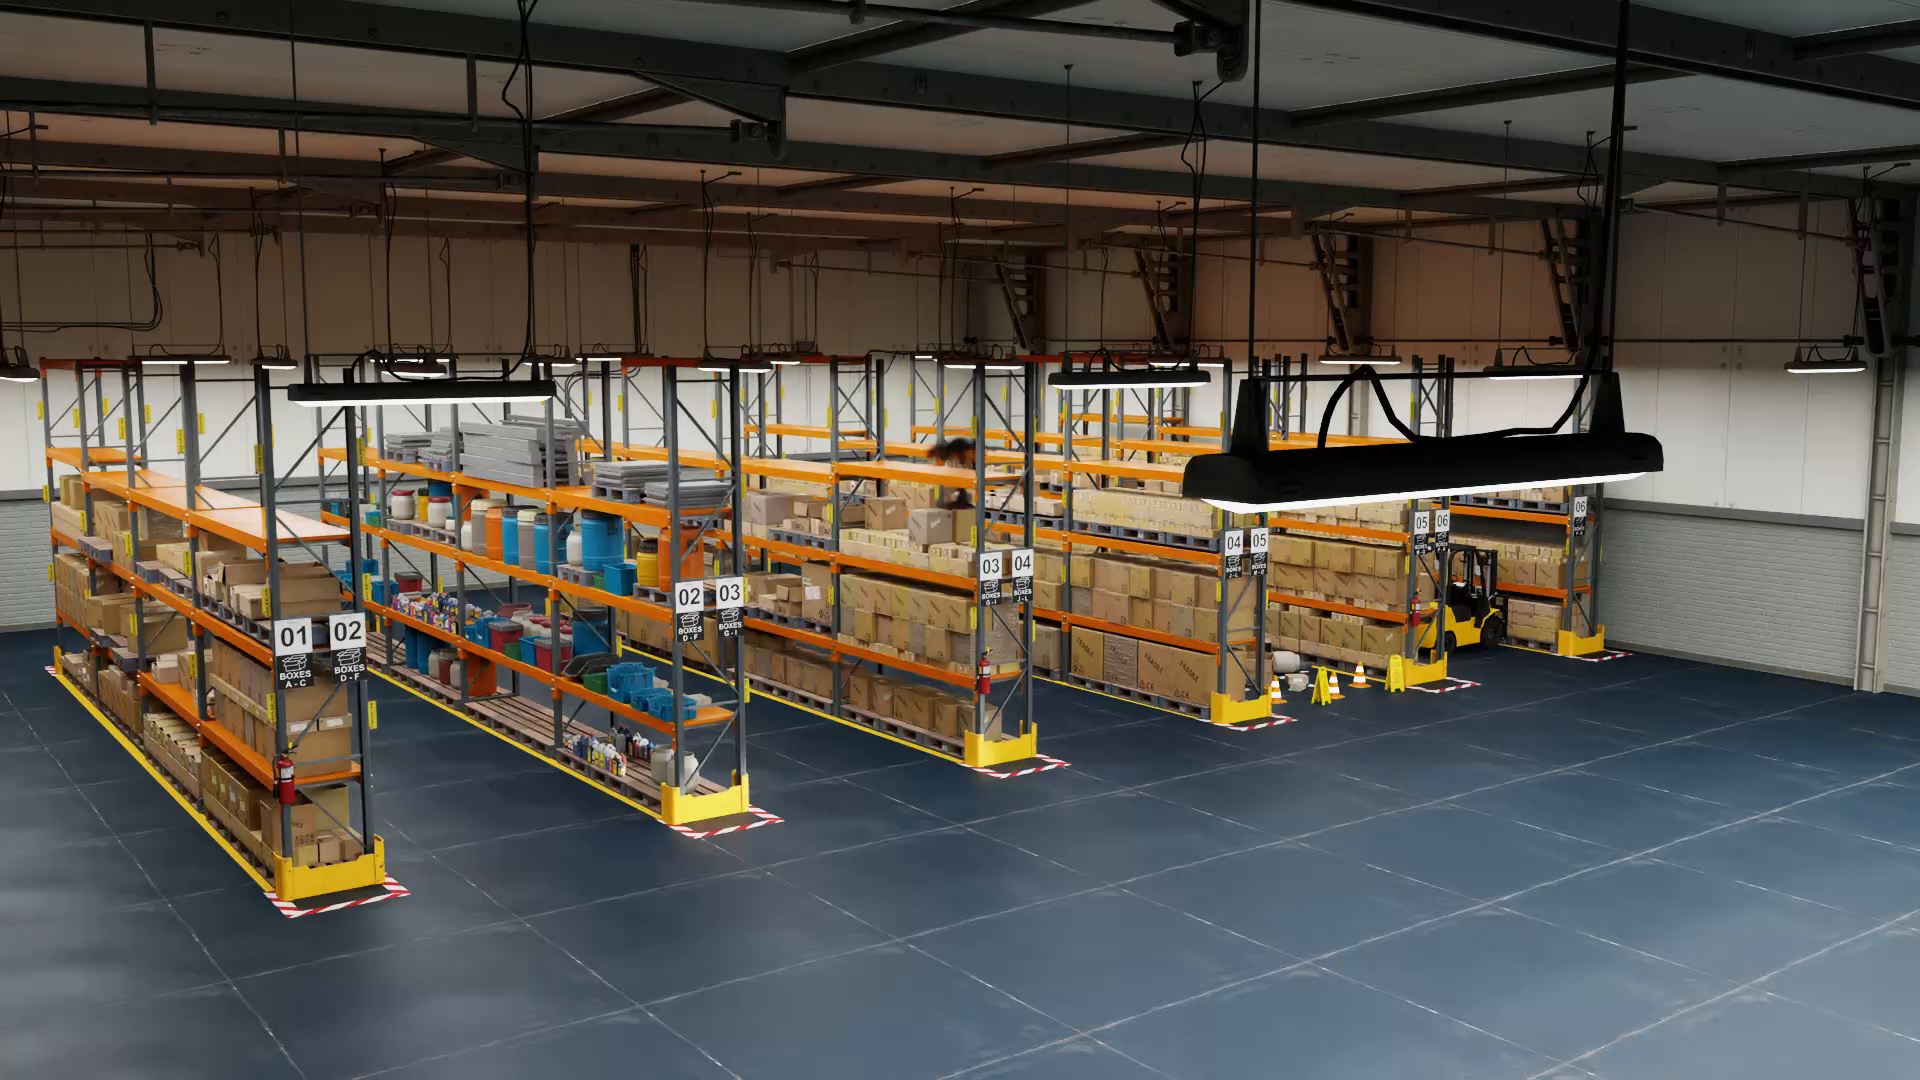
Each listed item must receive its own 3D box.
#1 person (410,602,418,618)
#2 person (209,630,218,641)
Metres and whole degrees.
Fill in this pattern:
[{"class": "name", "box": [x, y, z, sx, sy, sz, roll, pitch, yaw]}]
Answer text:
[{"class": "person", "box": [-1.138, 1.532, 33.265, 8.539, 1.659, 16.666, 7, 10, 44]}, {"class": "person", "box": [-14.564, 1.584, 32.109, 0.987, 1.766, 0.689, 6, 9, 41]}]
